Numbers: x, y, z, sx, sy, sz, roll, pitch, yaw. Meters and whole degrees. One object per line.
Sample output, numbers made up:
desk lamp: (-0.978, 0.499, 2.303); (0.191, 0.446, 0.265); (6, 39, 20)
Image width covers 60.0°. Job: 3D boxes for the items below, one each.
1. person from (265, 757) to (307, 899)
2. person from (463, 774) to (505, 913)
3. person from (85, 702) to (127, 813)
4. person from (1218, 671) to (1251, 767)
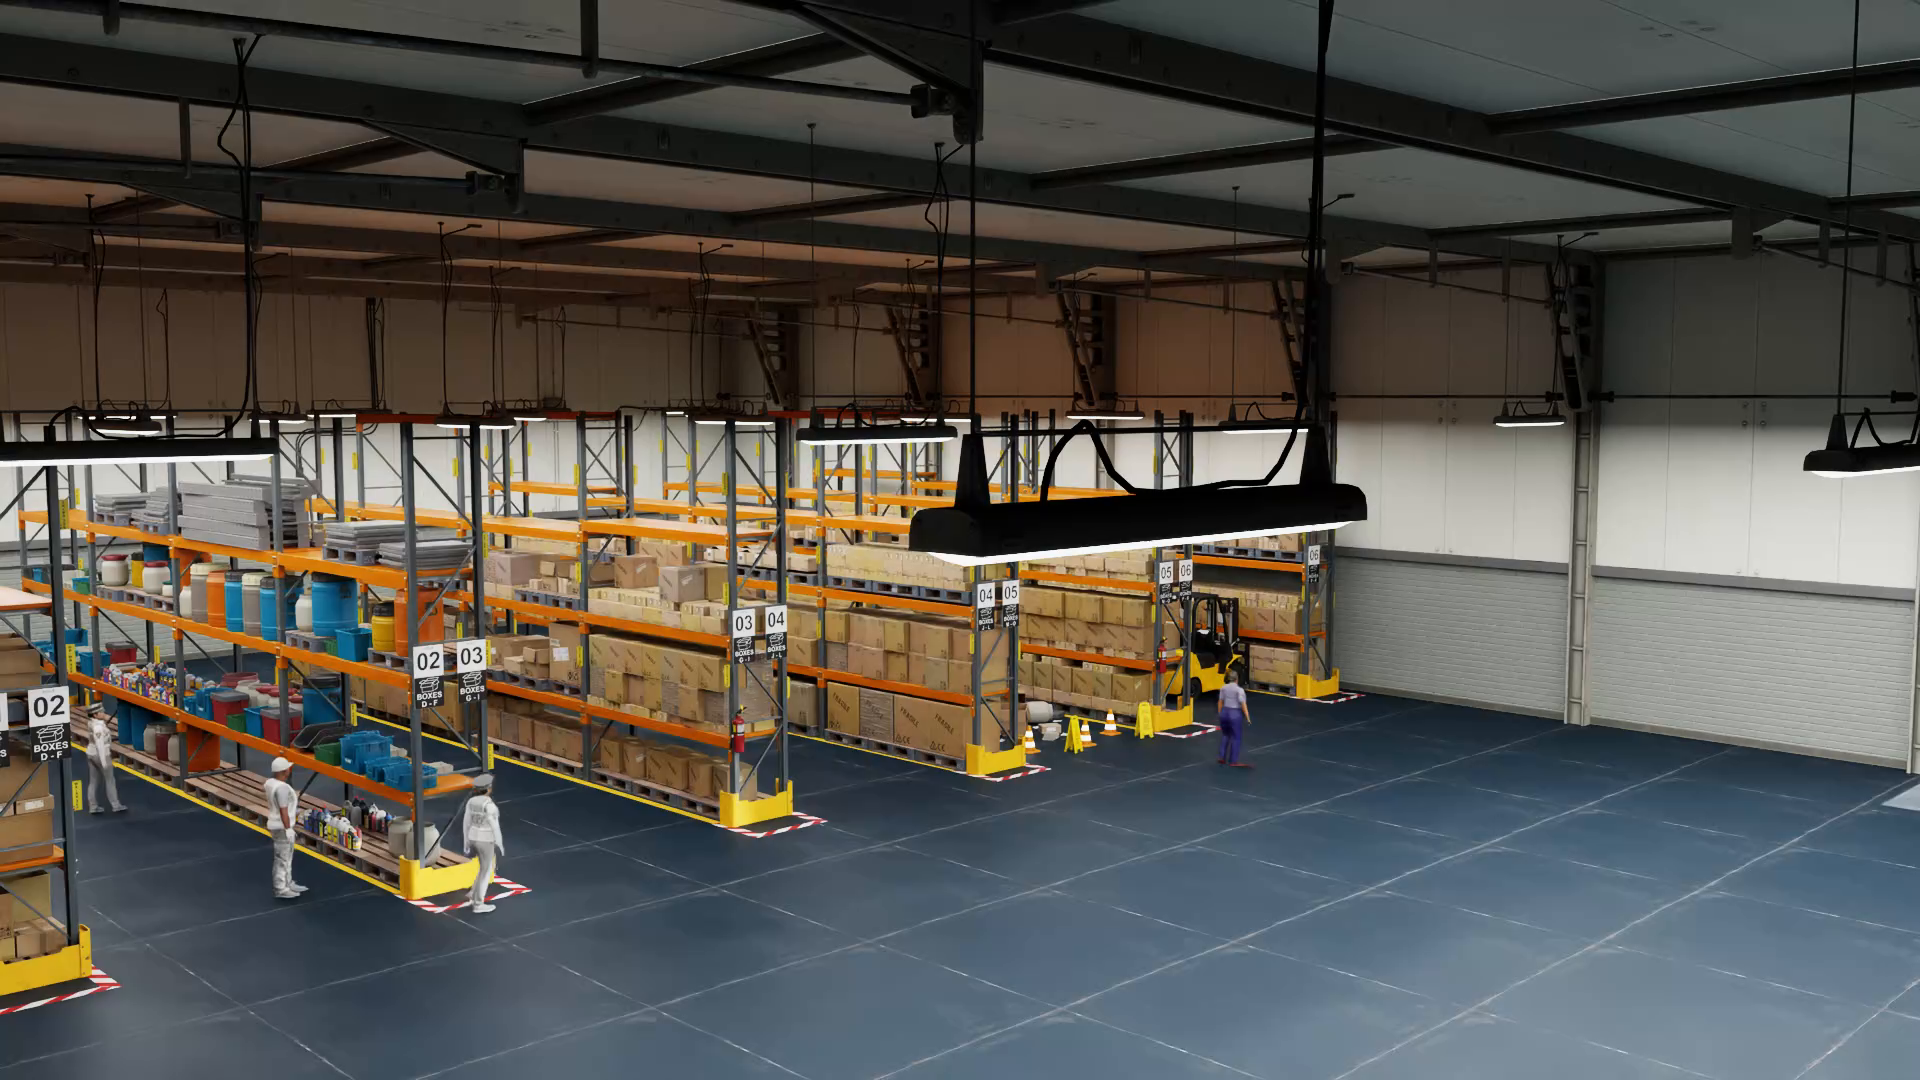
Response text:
person: (-8.540, 3.623, 21.018); (0.454, 1.793, 0.627); (-2, 5, -17)
person: (-5.821, 3.721, 20.391); (0.506, 1.691, 0.431); (5, 7, 45)
person: (-13.020, 3.295, 25.286); (0.497, 1.690, 0.515); (3, 6, 33)
person: (4.678, 3.093, 28.433); (0.367, 1.701, 0.573); (-5, 7, -44)
